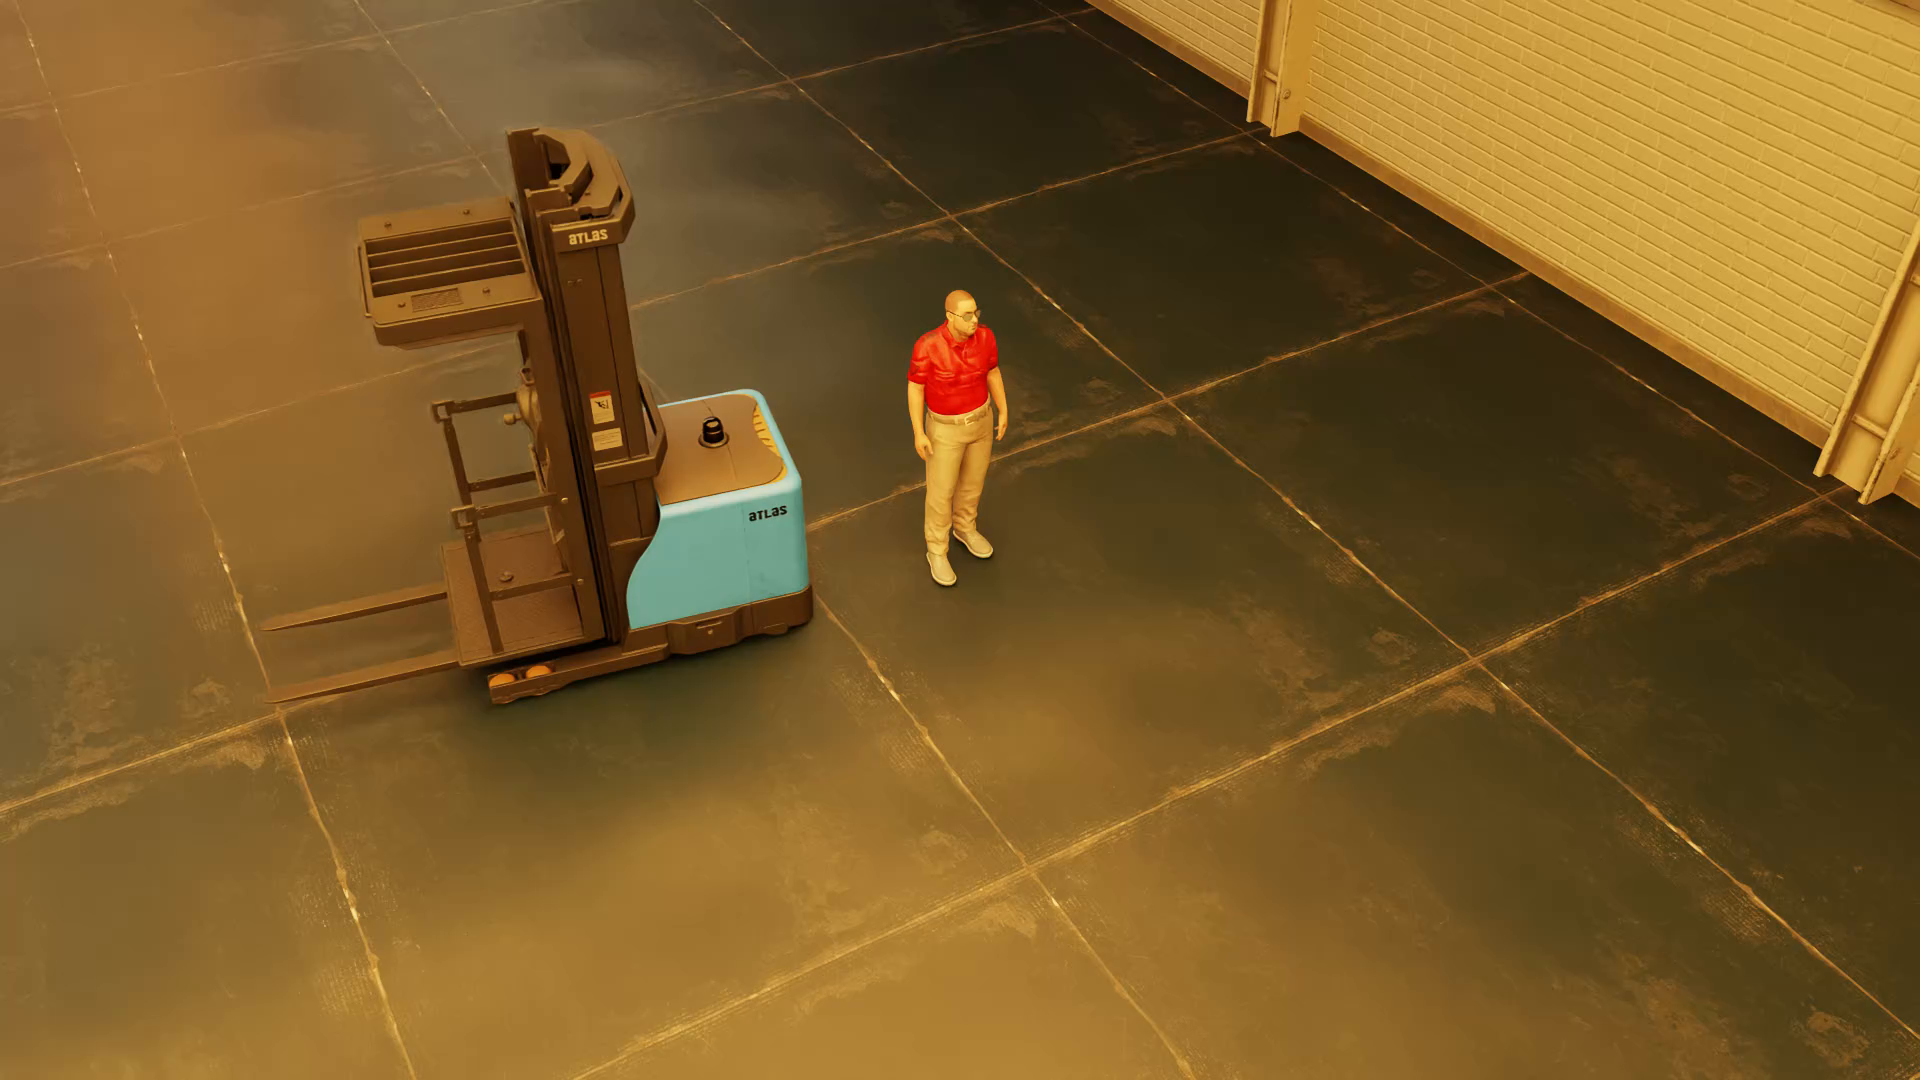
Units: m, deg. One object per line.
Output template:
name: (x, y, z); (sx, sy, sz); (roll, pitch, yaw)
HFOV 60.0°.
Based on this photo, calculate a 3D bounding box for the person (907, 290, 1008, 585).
person: (0.035, -0.618, 9.711); (0.641, 1.728, 0.550); (-20, 44, -23)

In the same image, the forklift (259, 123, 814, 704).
forklift: (-2.426, -0.603, 8.763); (3.031, 2.935, 1.130); (-13, 41, -15)
